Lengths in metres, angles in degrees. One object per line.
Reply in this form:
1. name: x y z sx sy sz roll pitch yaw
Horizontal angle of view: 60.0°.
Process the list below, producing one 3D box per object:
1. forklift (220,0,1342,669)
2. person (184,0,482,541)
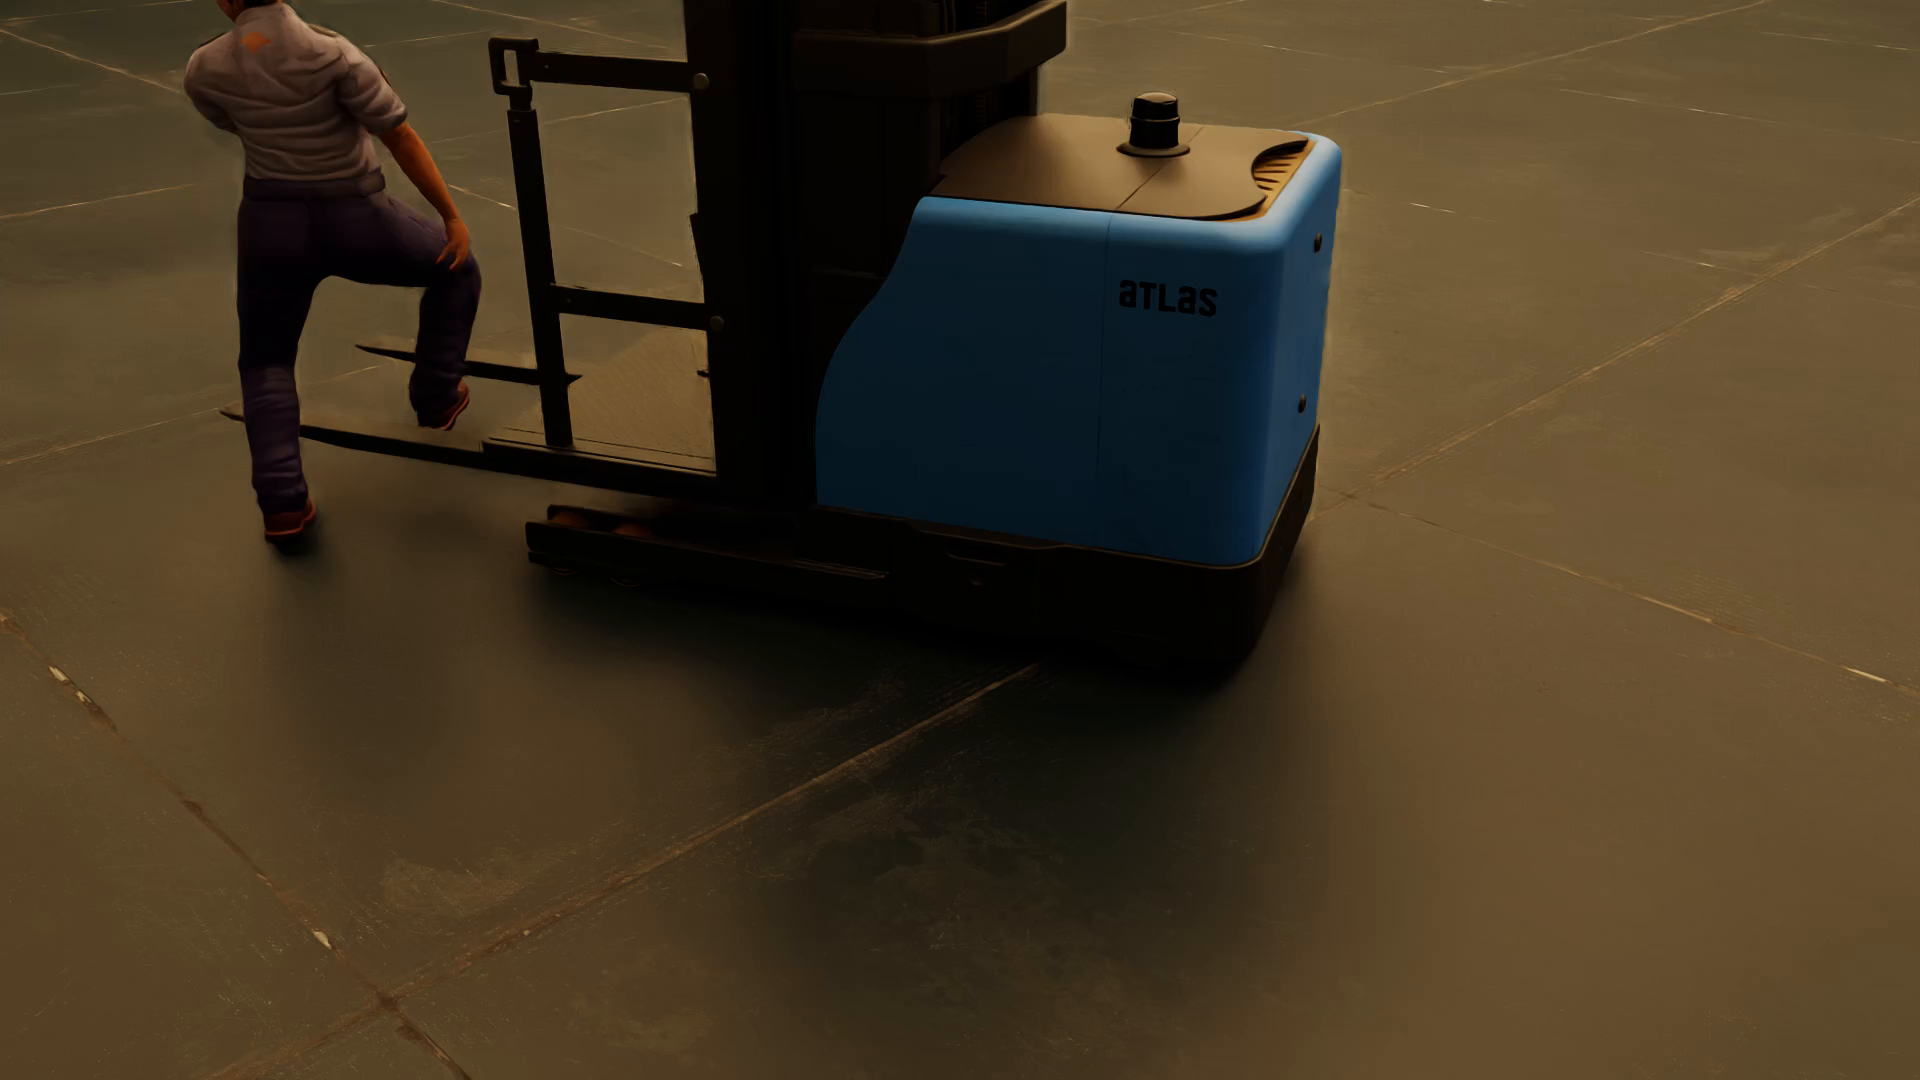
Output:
1. forklift: -0.600 -1.401 4.070 3.031 2.935 1.130 9 28 18
2. person: -1.674 -0.857 4.518 0.655 1.555 0.793 -5 27 -11
